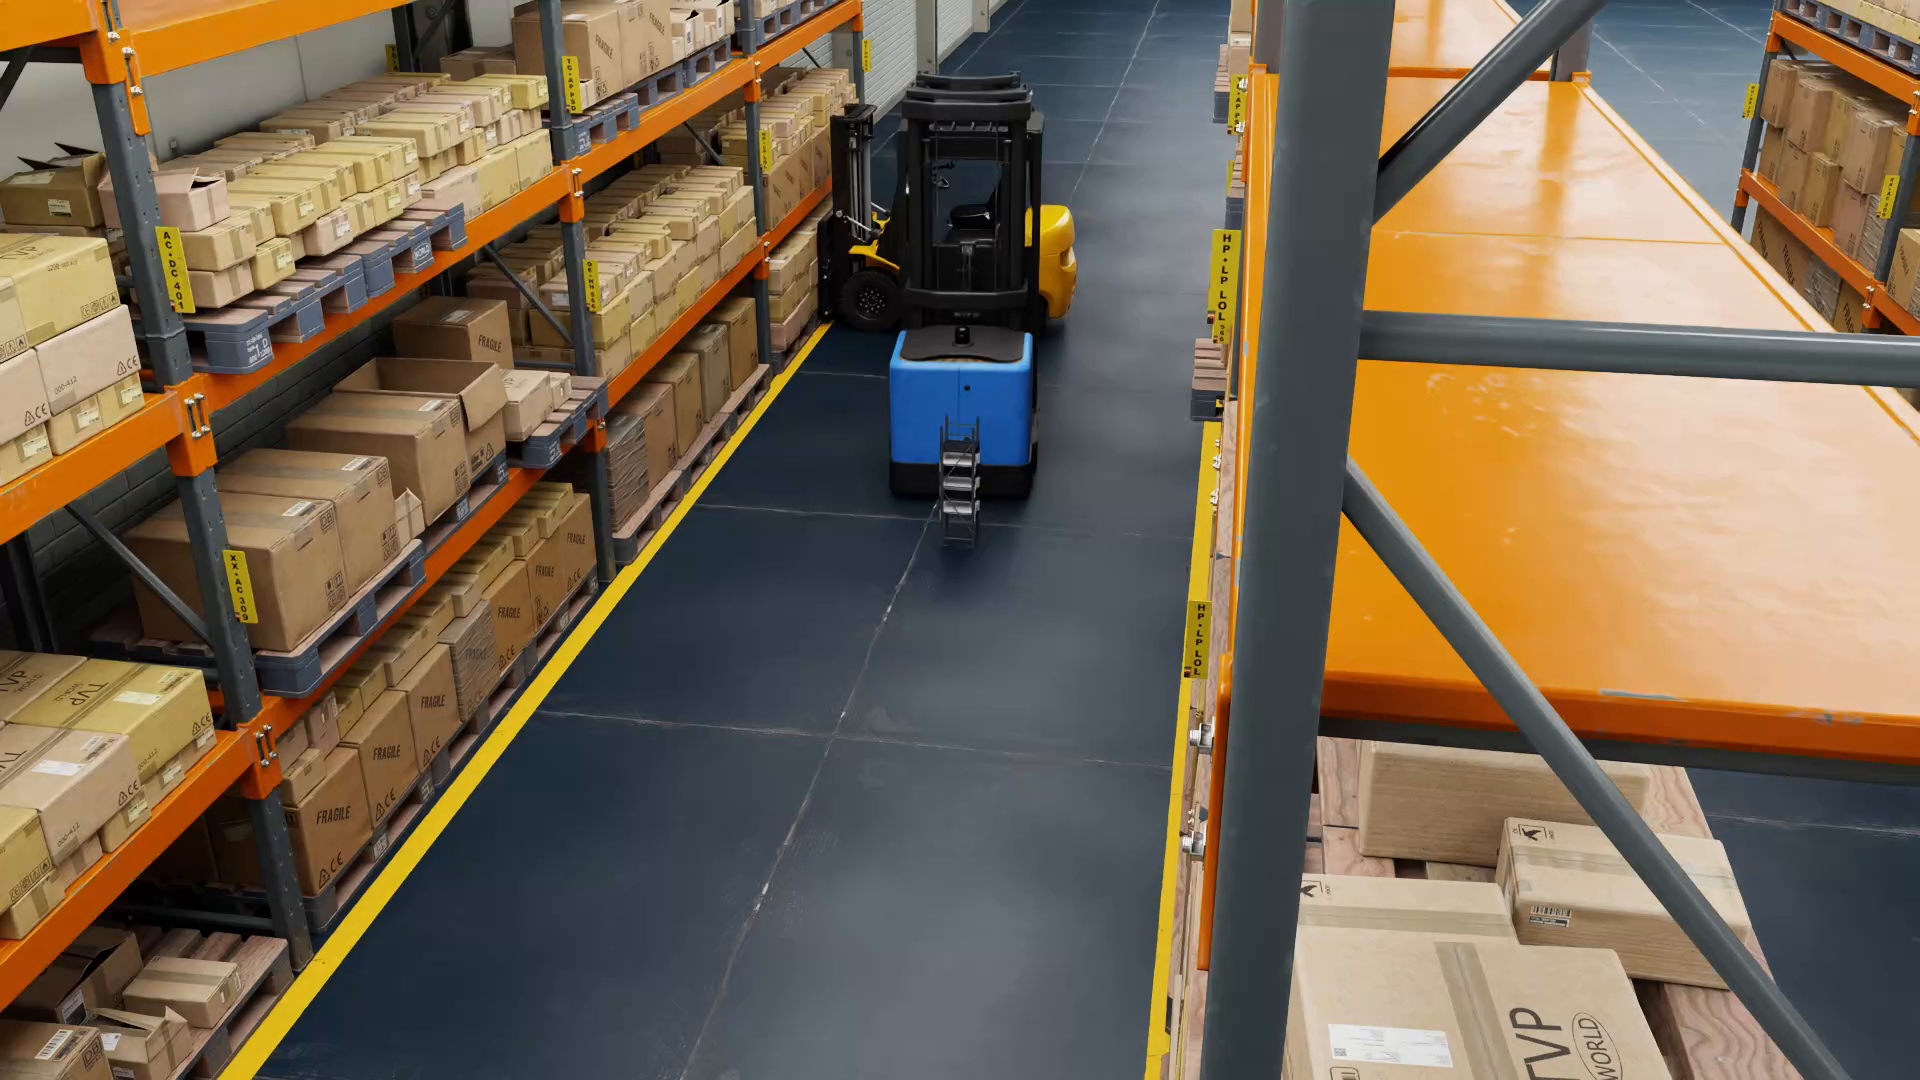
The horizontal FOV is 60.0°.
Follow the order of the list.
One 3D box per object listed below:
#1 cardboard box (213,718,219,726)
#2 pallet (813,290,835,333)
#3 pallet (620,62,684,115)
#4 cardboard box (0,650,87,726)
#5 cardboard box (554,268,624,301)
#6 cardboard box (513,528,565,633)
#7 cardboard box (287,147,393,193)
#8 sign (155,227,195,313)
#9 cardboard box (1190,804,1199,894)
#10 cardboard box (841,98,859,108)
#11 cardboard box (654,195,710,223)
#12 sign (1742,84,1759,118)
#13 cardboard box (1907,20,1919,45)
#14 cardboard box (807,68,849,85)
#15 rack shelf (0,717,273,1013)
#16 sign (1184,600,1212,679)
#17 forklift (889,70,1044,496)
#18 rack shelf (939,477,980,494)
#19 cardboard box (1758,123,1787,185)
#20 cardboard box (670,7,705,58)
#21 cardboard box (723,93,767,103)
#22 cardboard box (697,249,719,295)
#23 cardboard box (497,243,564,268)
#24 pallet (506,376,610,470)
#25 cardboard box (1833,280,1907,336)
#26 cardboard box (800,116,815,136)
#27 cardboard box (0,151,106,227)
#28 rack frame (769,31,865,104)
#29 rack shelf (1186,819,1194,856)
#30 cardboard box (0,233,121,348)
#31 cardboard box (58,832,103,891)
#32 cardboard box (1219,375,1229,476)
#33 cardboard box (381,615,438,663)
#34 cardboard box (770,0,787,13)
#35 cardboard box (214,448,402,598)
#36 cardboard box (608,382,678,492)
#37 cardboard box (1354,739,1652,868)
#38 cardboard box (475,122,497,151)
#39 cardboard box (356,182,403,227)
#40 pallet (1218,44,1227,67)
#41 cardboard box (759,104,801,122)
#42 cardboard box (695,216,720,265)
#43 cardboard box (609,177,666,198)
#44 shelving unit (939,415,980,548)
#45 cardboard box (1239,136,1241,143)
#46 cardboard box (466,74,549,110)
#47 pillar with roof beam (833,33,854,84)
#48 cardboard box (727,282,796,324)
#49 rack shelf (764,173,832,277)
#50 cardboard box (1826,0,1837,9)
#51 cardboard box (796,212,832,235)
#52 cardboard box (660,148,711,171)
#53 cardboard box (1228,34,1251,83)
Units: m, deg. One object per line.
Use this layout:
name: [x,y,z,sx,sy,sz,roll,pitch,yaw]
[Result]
cardboard box: [-3.661,0.914,7.948,0.380,0.149,0.250,4,25,9]
pallet: [-1.798,-2.375,16.574,1.003,0.211,1.213,4,25,9]
pallet: [-2.618,-3.154,11.635,1.003,0.211,1.213,5,26,11]
cardboard box: [-3.821,0.671,6.603,0.500,0.250,0.500,4,25,8]
cardboard box: [-2.435,-1.687,10.933,0.380,0.149,0.250,5,25,10]
cardboard box: [-2.770,0.219,10.197,0.500,0.500,0.500,4,25,8]
cardboard box: [-2.850,-1.703,7.645,0.380,0.149,0.250,4,25,9]
sign: [-2.938,-1.009,6.218,0.100,0.325,0.005,4,25,9]
cardboard box: [1.002,1.235,5.455,0.500,0.500,0.500,4,25,9]
cardboard box: [-1.334,-4.290,17.260,0.500,0.500,0.500,3,25,7]
cardboard box: [-2.137,-2.545,12.765,0.380,0.149,0.250,3,25,7]
sign: [7.738,-4.295,16.273,0.100,0.325,0.005,4,25,9]
cardboard box: [7.375,-3.808,12.492,0.380,0.149,0.250,4,25,8]
cardboard box: [-1.364,-4.778,17.186,0.380,0.149,0.250,4,25,9]
rack shelf: [-3.801,1.712,5.403,1.077,0.370,4.000,4,25,9]
sign: [0.886,0.370,6.149,0.100,0.325,0.005,4,25,9]
forklift: [0.088,-2.241,13.079,1.130,2.935,3.031,2,25,3]
rack shelf: [-0.001,-0.374,11.566,0.258,0.077,0.200,4,25,9]
cardboard box: [8.269,-3.736,16.016,0.875,0.550,0.550,4,25,9]
cardboard box: [-2.170,-3.709,12.090,0.500,0.311,0.500,3,25,7]
cardboard box: [-2.060,-4.172,15.891,0.380,0.149,0.250,4,25,9]
cardboard box: [-2.179,-2.083,12.839,0.500,0.250,0.500,4,25,9]
cardboard box: [-2.961,-1.941,11.476,0.380,0.149,0.250,4,25,7]
pallet: [-2.862,-0.748,10.036,1.213,0.211,1.003,4,25,9]
cardboard box: [7.803,-1.639,13.725,0.875,0.875,0.875,4,25,9]
cardboard box: [-1.583,-3.896,15.651,0.380,0.149,0.250,3,25,7]
cardboard box: [-3.492,-1.386,6.477,0.396,0.266,0.258,4,25,8]
rack frame: [-1.513,-4.469,17.760,1.000,3.000,0.127,4,25,9]
rack shelf: [1.097,2.054,4.671,1.077,0.370,4.000,4,25,9]
cardboard box: [-3.319,-0.874,5.778,0.500,0.250,0.500,4,25,9]
cardboard box: [-3.386,1.143,6.066,0.380,0.149,0.250,5,25,10]
cardboard box: [1.498,-0.455,7.887,0.500,0.500,0.500,4,25,9]
cardboard box: [-3.001,0.516,8.798,0.380,0.149,0.250,5,26,10]
cardboard box: [-1.790,-4.681,14.165,0.500,0.311,0.500,5,25,10]
cardboard box: [-3.090,-0.089,7.789,0.700,0.500,0.500,4,25,9]
cardboard box: [-2.606,-0.772,12.166,0.875,0.625,0.625,5,26,10]
cardboard box: [1.064,0.389,3.335,0.500,0.311,0.500,4,25,9]
cardboard box: [-2.771,-2.214,9.111,0.380,0.149,0.250,5,25,10]
cardboard box: [-2.818,-1.561,7.691,0.380,0.149,0.250,5,25,10]
pallet: [2.525,-3.476,12.322,1.213,0.211,1.003,4,25,9]
cardboard box: [-1.690,-3.927,15.367,0.380,0.149,0.250,4,25,8]
cardboard box: [-2.161,-2.303,12.718,0.500,0.250,0.500,5,25,10]
cardboard box: [-2.573,-2.790,13.289,0.380,0.149,0.250,4,25,8]
shelving unit: [-0.001,-0.404,11.552,0.258,0.900,0.210,4,25,9]
cardboard box: [2.795,-3.485,15.187,0.500,0.500,0.500,4,25,7]
cardboard box: [-2.585,-2.565,9.509,0.380,0.149,0.250,5,26,10]
pillar with roof beam: [2.712,-9.169,20.723,9.100,9.000,0.400,4,25,9]
cardboard box: [-1.783,-2.148,14.960,0.500,0.250,0.500,4,25,8]
rack shelf: [-1.840,-3.307,16.125,1.077,0.370,4.000,4,25,9]
cardboard box: [7.706,-4.657,14.306,0.380,0.149,0.250,4,25,8]
cardboard box: [-1.521,-3.016,16.223,0.500,0.250,0.500,4,25,7]
cardboard box: [-2.368,-3.288,14.352,0.380,0.149,0.250,4,25,8]
cardboard box: [2.097,-3.294,11.392,0.500,0.250,0.500,4,25,8]
